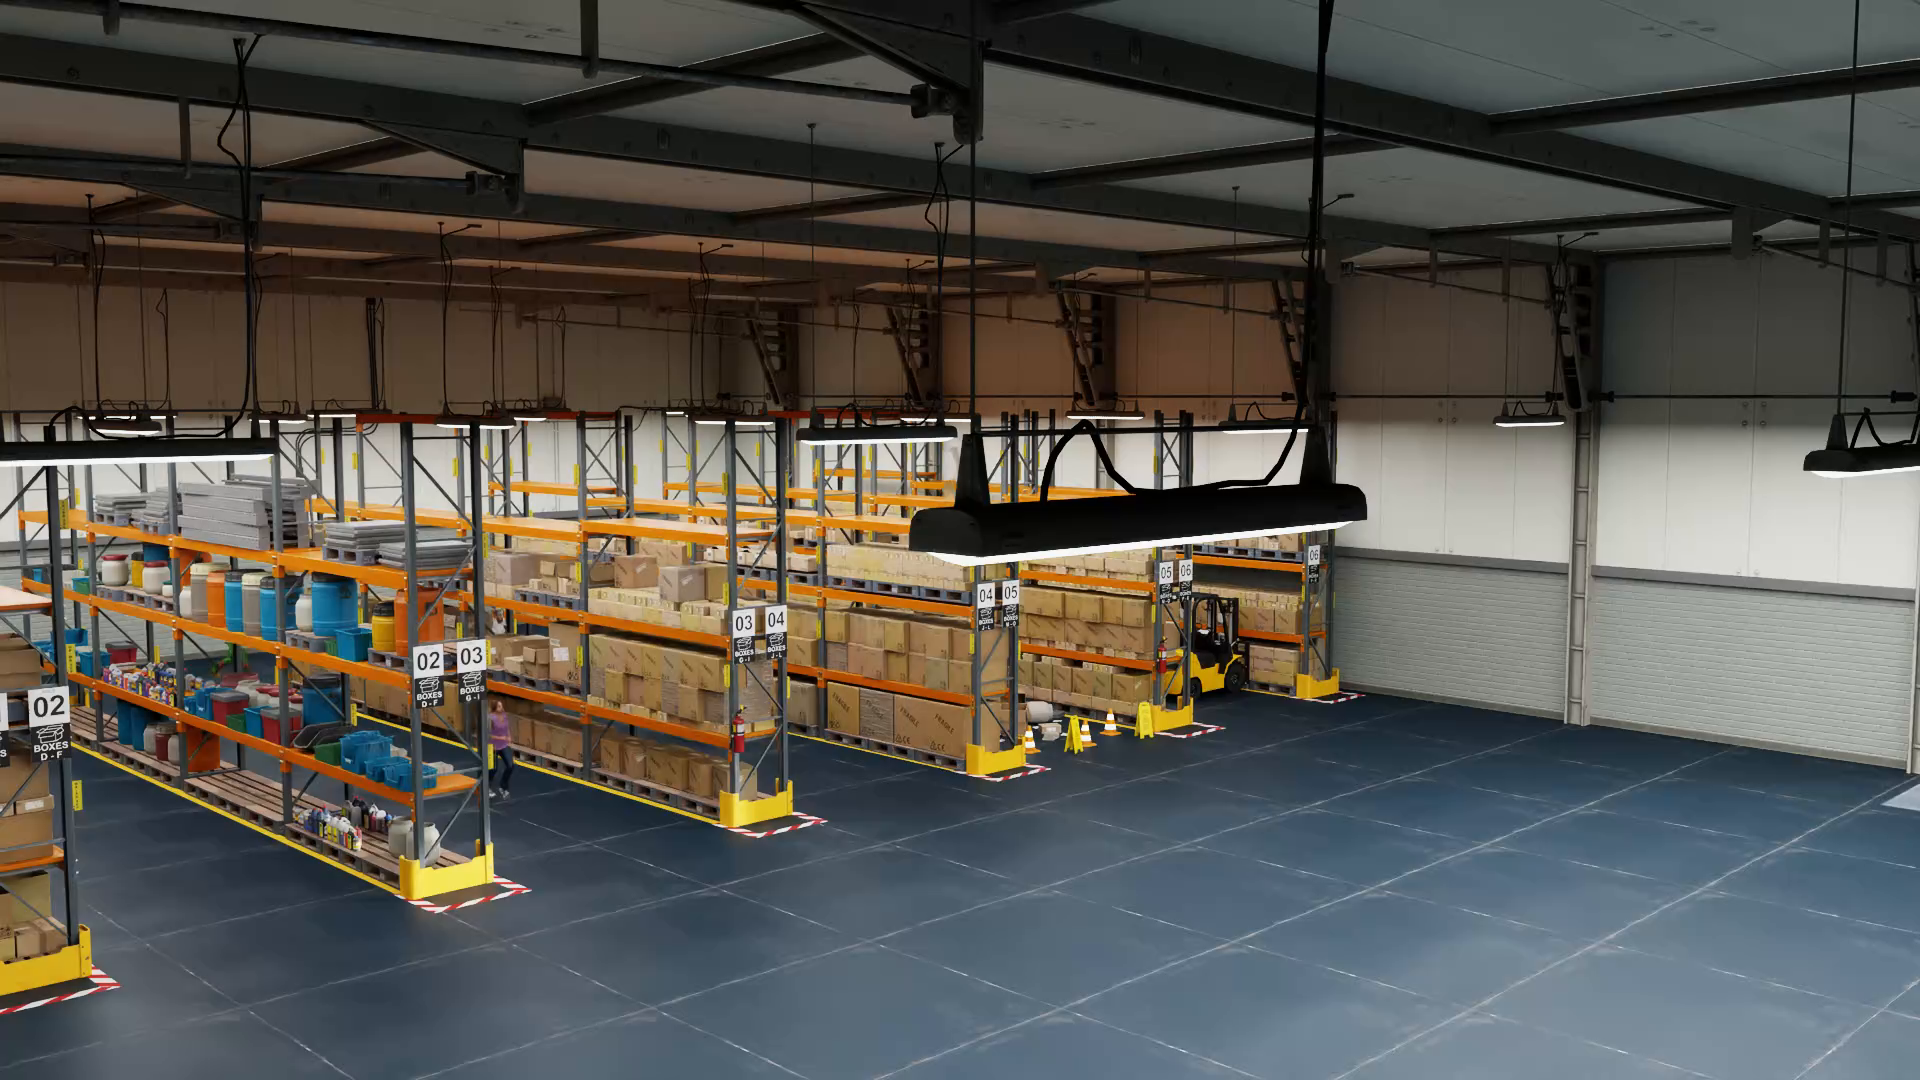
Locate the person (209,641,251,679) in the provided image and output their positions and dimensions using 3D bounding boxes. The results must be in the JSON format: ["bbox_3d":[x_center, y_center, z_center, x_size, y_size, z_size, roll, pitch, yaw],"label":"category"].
[{"bbox_3d":[-16.059,2.269,36.753,0.977,1.794,0.693,-3,6,-28],"label":"person"}]

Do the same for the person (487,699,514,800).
[{"bbox_3d":[-7.205,3.284,26.009,0.682,1.626,0.560,4,6,39],"label":"person"}]

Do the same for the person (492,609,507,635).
[{"bbox_3d":[-10.244,2.329,36.615,0.762,1.708,0.657,4,7,41],"label":"person"}]
